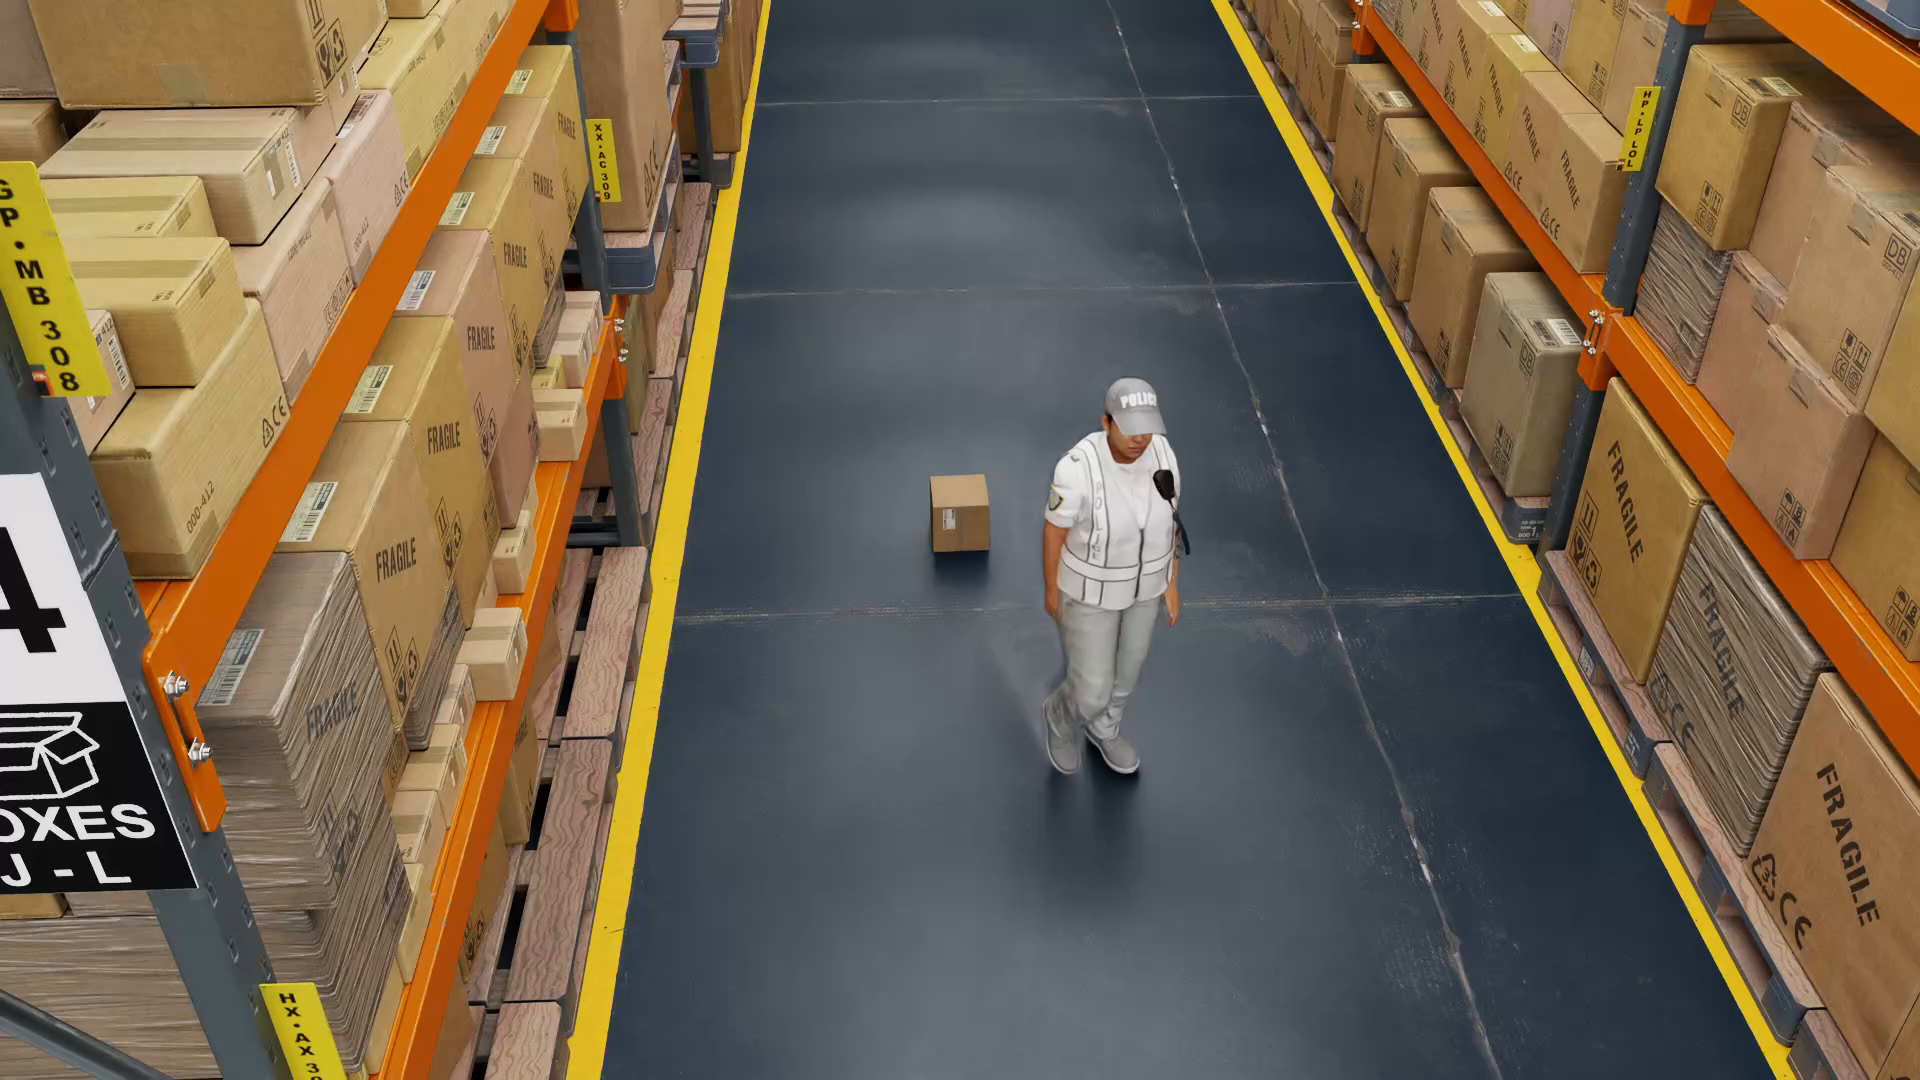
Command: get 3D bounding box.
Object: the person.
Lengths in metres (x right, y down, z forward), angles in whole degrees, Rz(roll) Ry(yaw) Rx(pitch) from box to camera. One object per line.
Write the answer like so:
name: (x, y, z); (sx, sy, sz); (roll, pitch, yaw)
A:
person: (0.548, 0.182, 5.865); (0.486, 1.680, 0.431); (-16, 38, -21)
